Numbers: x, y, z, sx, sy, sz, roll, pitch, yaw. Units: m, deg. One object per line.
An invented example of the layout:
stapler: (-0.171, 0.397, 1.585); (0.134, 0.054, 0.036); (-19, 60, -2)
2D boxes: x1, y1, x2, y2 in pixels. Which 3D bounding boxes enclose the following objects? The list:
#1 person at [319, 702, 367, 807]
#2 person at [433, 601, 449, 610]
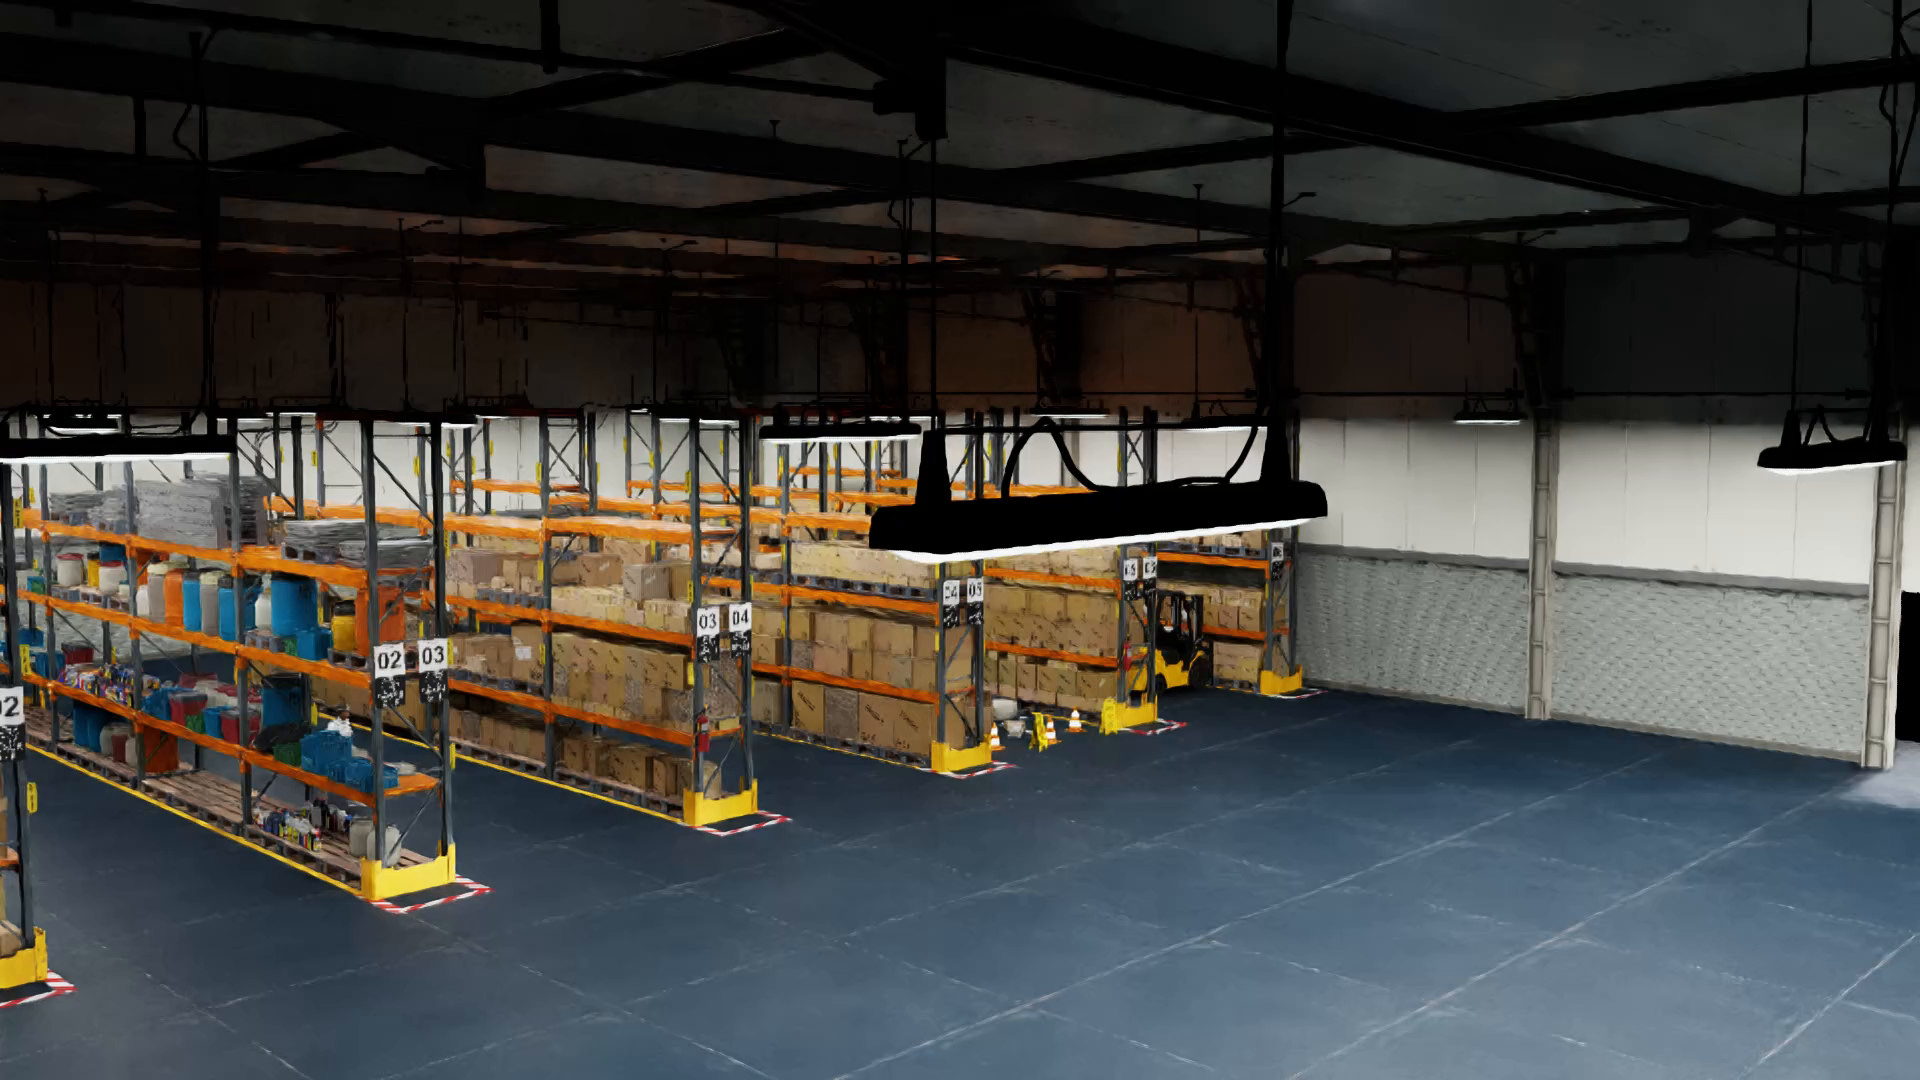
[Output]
person: (-9.465, 3.266, 25.332); (0.683, 1.645, 0.618); (2, 5, 23)
person: (-12.850, 1.871, 41.350); (0.558, 1.587, 0.411); (1, 5, 14)
